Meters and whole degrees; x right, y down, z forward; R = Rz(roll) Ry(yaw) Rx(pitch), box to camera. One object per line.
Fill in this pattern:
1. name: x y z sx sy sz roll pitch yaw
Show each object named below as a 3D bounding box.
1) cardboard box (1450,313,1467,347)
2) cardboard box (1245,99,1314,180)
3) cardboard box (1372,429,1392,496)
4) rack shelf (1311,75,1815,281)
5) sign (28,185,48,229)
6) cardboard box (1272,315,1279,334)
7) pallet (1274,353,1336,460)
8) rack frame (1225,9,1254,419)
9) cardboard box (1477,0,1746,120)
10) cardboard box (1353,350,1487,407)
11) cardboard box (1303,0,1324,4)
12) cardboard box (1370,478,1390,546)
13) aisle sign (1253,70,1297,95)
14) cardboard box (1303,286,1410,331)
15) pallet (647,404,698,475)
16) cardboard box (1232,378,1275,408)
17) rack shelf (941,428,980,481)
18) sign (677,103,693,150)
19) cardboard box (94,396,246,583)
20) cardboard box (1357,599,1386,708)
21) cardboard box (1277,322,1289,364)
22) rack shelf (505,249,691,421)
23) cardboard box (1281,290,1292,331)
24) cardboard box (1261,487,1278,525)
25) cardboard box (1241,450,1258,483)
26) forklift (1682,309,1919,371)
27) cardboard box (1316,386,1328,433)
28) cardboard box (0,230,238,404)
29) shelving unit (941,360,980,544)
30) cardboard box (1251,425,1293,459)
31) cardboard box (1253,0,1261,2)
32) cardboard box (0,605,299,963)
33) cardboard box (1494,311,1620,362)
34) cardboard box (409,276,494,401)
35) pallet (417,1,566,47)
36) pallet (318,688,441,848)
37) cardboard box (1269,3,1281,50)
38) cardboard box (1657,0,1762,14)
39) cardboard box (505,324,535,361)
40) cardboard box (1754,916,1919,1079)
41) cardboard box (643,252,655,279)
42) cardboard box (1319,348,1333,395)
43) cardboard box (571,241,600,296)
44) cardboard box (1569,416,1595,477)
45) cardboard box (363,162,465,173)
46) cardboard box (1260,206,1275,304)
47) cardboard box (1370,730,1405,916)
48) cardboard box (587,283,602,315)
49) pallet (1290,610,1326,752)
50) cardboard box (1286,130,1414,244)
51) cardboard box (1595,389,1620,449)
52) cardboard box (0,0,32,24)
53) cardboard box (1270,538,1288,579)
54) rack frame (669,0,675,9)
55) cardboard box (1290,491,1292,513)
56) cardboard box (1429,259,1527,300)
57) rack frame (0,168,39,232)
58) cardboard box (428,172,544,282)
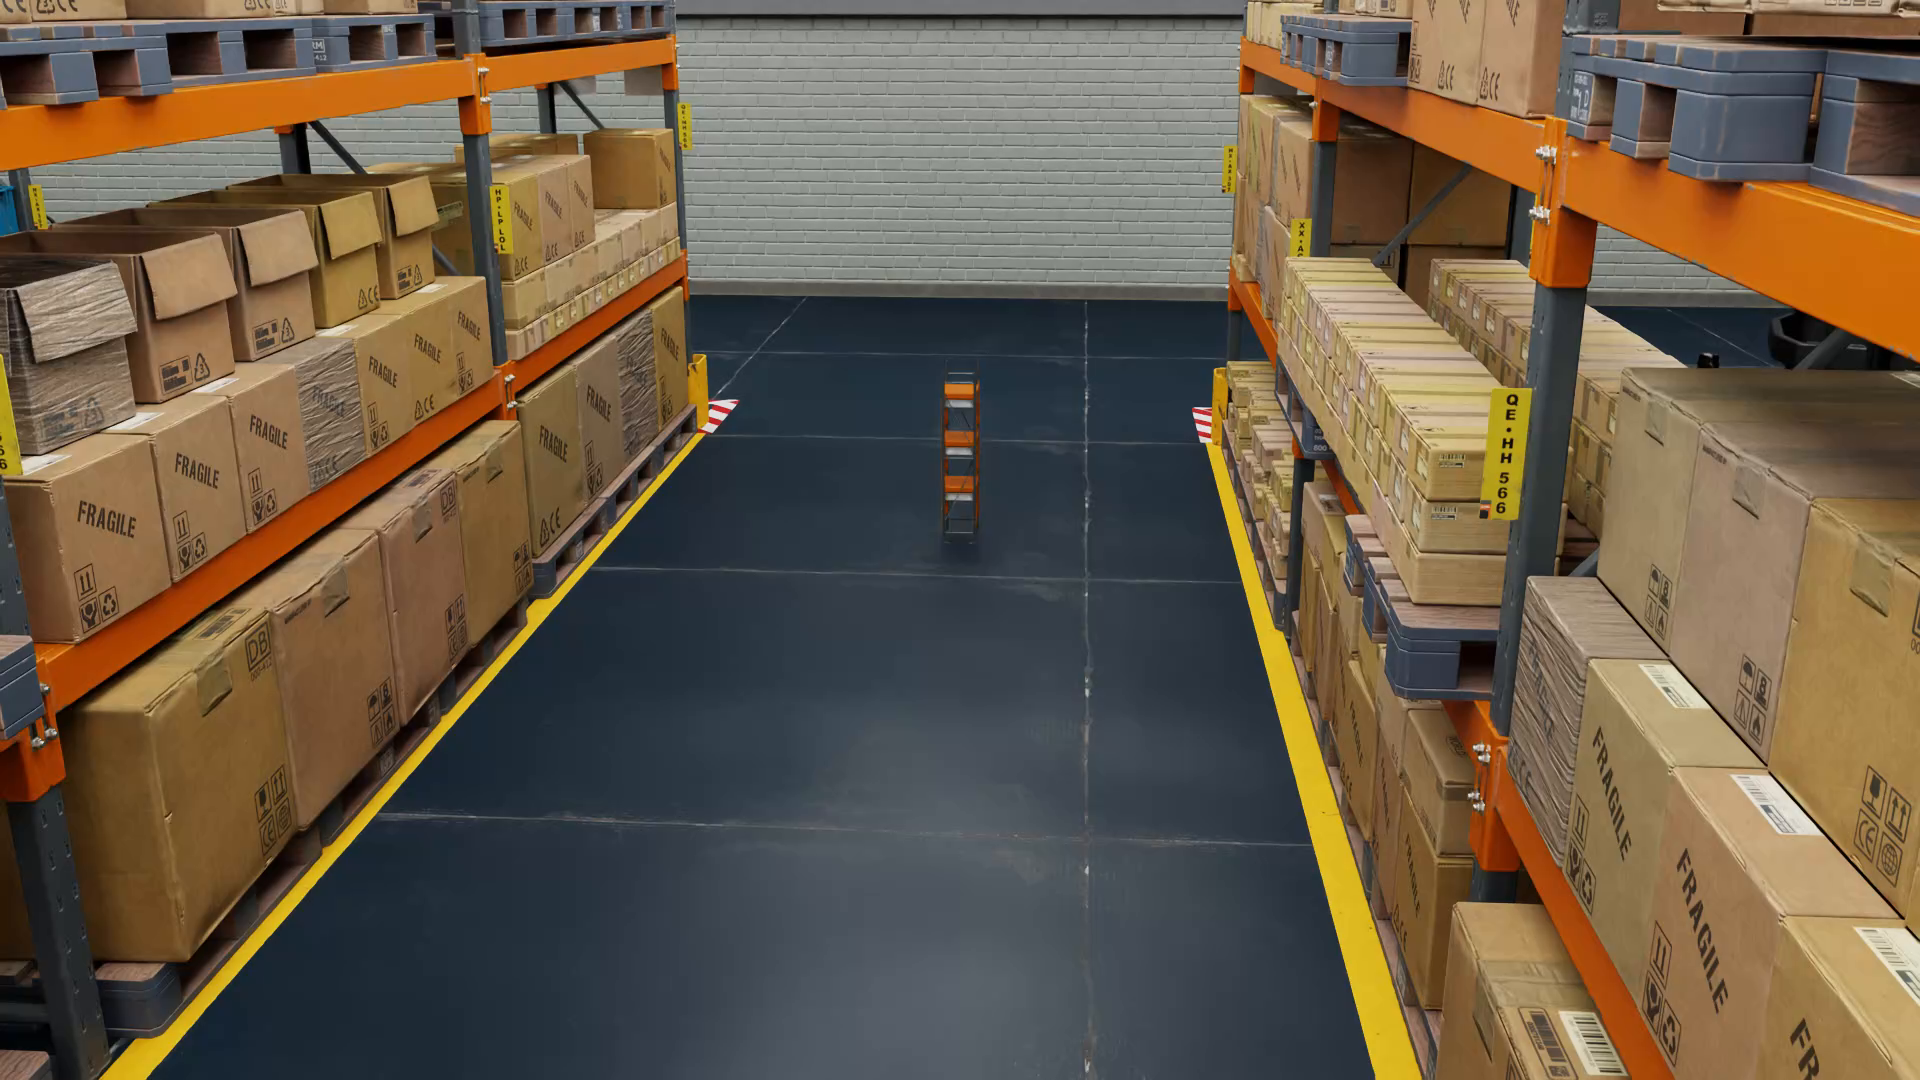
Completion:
1. cardboard box: 2.273 -0.860 6.982 0.380 0.149 0.250 2 18 6
2. cardboard box: 2.103 -2.541 10.618 0.500 0.500 0.500 2 18 6
3. cardboard box: 1.471 -0.233 5.068 0.380 0.149 0.250 2 18 5
4. rack shelf: 2.000 -1.388 5.680 1.077 0.370 4.000 1 18 4
5. sign: -6.900 -2.491 12.445 0.100 0.325 0.005 1 18 4
6. cardboard box: 1.951 -1.229 9.259 0.380 0.149 0.250 1 18 2
7. pallet: 1.943 -0.600 7.246 1.003 0.211 1.213 1 18 4
8. rack frame: 2.430 -2.168 11.722 1.000 3.000 0.127 1 18 4
9. cardboard box: 1.644 -1.339 4.215 0.500 0.500 0.500 1 18 4
10. cardboard box: 1.512 -0.526 5.483 0.380 0.149 0.250 1 18 4
11. cardboard box: 1.923 -2.666 7.864 0.500 0.250 0.500 0 18 1
12. cardboard box: 1.471 -0.084 5.091 0.380 0.149 0.250 2 18 5
13. aisle sign: 2.136 -3.433 11.407 0.394 0.787 0.004 1 18 4
14. cardboard box: 1.601 -0.933 6.725 0.380 0.149 0.250 1 18 3
15. pallet: -2.489 -0.735 11.826 1.003 0.211 1.213 1 18 4
16. cardboard box: 2.008 -0.977 11.034 0.380 0.149 0.250 1 18 4
17. rack shelf: 0.004 -0.505 9.814 0.215 0.259 0.240 1 18 4
18. sign: -1.970 -2.956 11.888 0.100 0.325 0.005 1 18 4
19. cardboard box: -2.743 -0.178 5.488 0.500 0.500 0.500 1 18 2
20. cardboard box: 1.721 0.416 5.972 0.500 0.250 0.500 2 18 5
21. cardboard box: 1.656 -0.894 7.562 0.380 0.149 0.250 0 18 1
22. rack shelf: -2.653 -1.347 10.372 1.077 0.370 4.000 1 18 4
23. cardboard box: 1.656 -1.035 7.516 0.380 0.149 0.250 2 18 5
24. cardboard box: 1.857 -0.185 9.095 0.380 0.149 0.250 1 18 2
25. cardboard box: 1.969 -0.463 10.423 0.380 0.149 0.250 0 18 1
26. forklift: 5.122 -1.106 8.593 3.031 2.935 1.130 8 20 22
27. cardboard box: 1.568 -0.488 6.324 0.380 0.149 0.250 1 18 3
28. cardboard box: -2.966 -0.779 5.710 0.797 0.503 0.637 2 18 5
29. shelving unit: 0.004 -0.516 9.810 0.215 1.050 0.252 1 18 4
30. cardboard box: 1.929 -0.576 9.812 0.380 0.149 0.250 1 18 2
31. cardboard box: 2.103 -3.467 10.307 0.500 0.250 0.500 1 18 3
32. cardboard box: -3.013 0.771 5.491 1.225 0.875 0.875 0 18 1
33. cardboard box: 2.215 -0.755 6.182 0.380 0.149 0.250 0 18 1
34. cardboard box: -2.558 -0.964 7.887 0.500 0.500 0.500 1 18 4
35. pallet: -2.728 -2.705 8.685 1.003 0.211 1.213 1 18 4
36. pallet: -2.862 0.879 6.902 1.003 0.211 1.213 1 18 4
37. cardboard box: 2.029 -2.904 9.393 0.500 0.250 0.500 1 18 4
38. cardboard box: 1.585 -1.093 2.934 0.500 0.311 0.500 1 18 4
39. cardboard box: -2.444 -1.033 8.661 0.380 0.149 0.250 1 18 4
40. cardboard box: 1.447 0.872 2.284 0.500 0.500 0.500 1 18 3
41. cardboard box: -2.262 -1.836 11.112 0.380 0.149 0.250 2 18 5
42. cardboard box: 1.567 -0.627 6.272 0.380 0.149 0.250 1 18 3
43. cardboard box: -2.430 -1.593 9.731 0.500 0.250 0.500 2 18 5
44. cardboard box: 2.142 -0.296 5.260 0.380 0.149 0.250 1 18 4
45. cardboard box: -2.990 -1.798 9.153 0.500 0.500 0.500 1 18 4
46. cardboard box: 1.971 -1.587 9.310 0.500 0.500 0.500 1 18 4
47. cardboard box: 1.684 0.934 5.596 0.500 0.500 0.500 2 18 6
48. cardboard box: -2.351 -1.435 9.889 0.380 0.149 0.250 1 18 5
49. pallet: 2.089 0.641 7.626 1.003 0.211 1.213 1 18 4
50. cardboard box: 1.907 -1.742 8.177 0.500 0.500 0.500 1 18 2
51. cardboard box: 2.121 -0.345 4.932 0.380 0.149 0.250 1 18 4
52. cardboard box: -3.112 -1.690 4.607 0.797 0.503 0.637 2 18 7
53. cardboard box: 1.831 0.100 8.704 0.380 0.149 0.250 2 18 5
54. rack frame: -2.510 -5.161 11.221 1.000 3.000 0.127 1 18 4
55. cardboard box: 1.909 -0.169 8.571 0.380 0.149 0.250 2 18 5
56. cardboard box: 2.309 -1.159 7.418 0.380 0.149 0.250 2 18 6
57. rack frame: -7.450 -2.421 12.493 1.000 3.000 0.127 1 18 4
58. cardboard box: -2.507 -1.637 8.661 0.500 0.500 0.500 1 18 4
